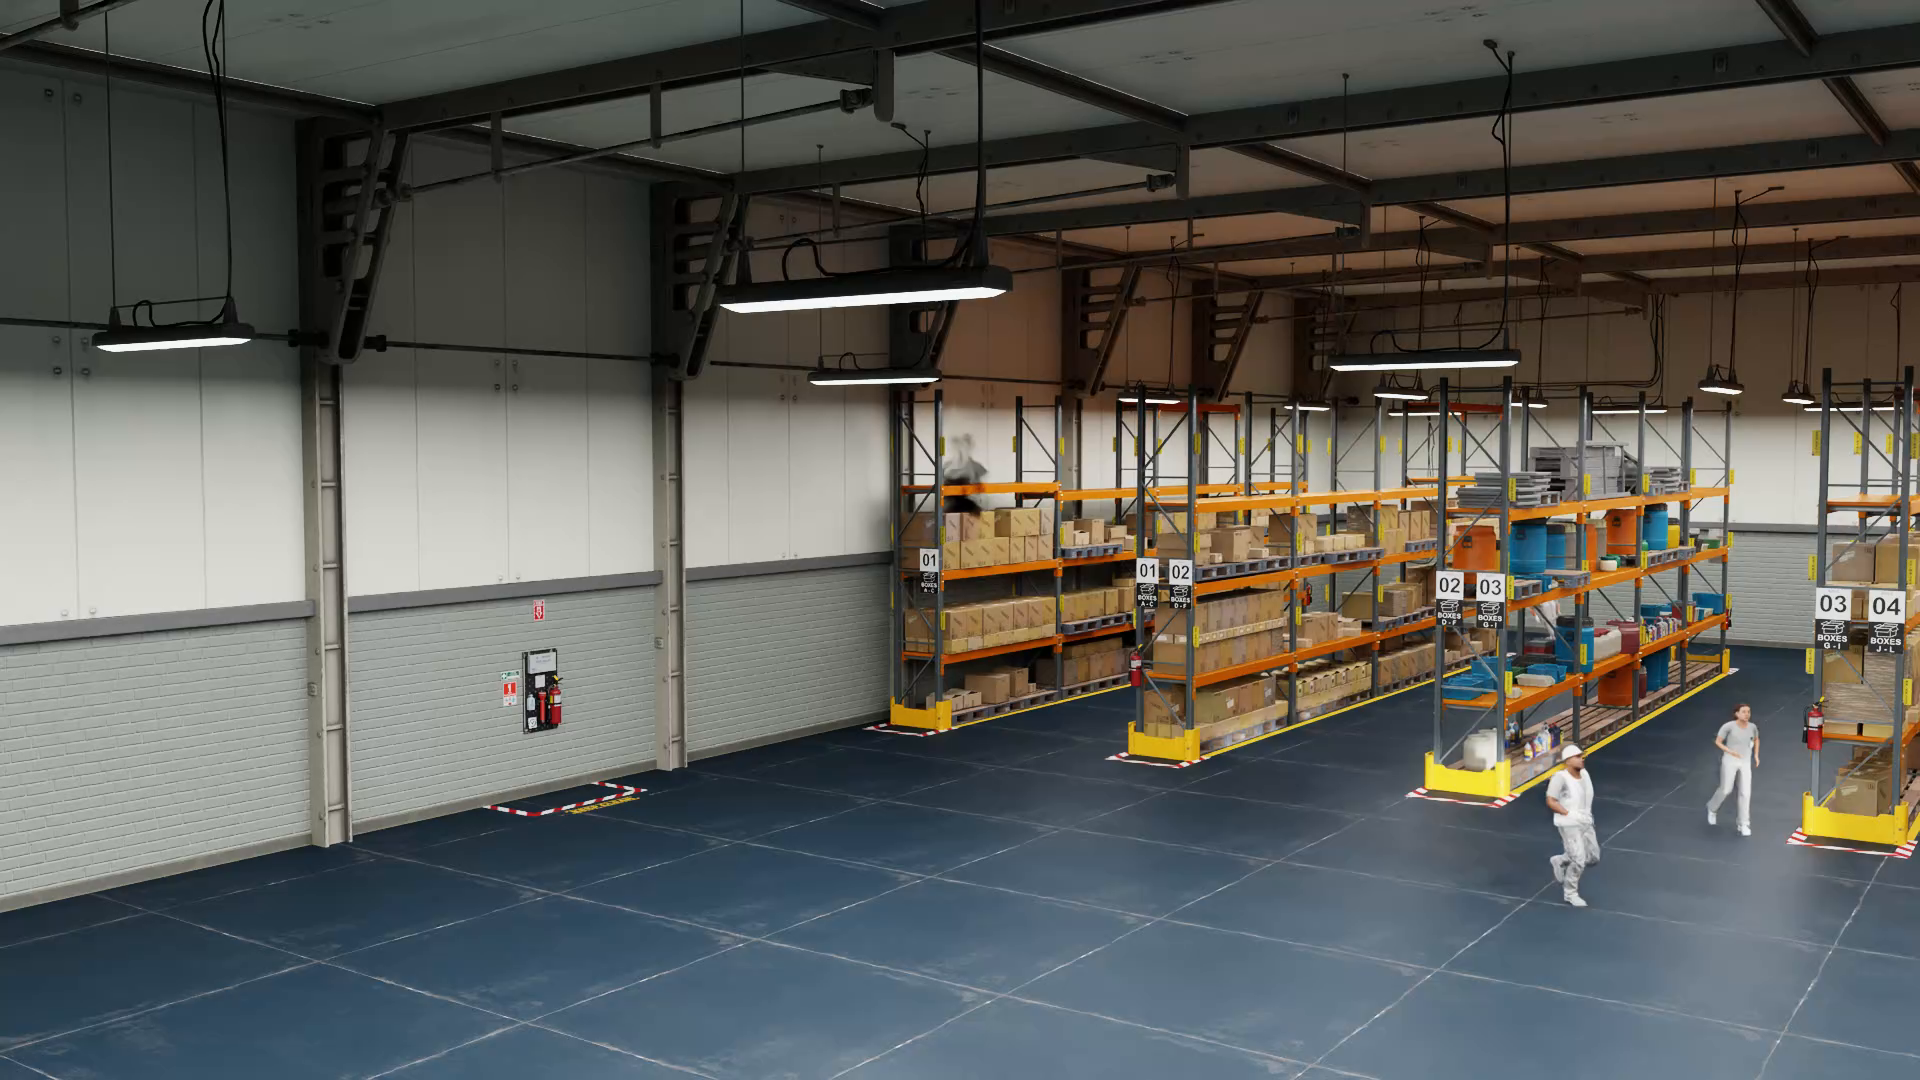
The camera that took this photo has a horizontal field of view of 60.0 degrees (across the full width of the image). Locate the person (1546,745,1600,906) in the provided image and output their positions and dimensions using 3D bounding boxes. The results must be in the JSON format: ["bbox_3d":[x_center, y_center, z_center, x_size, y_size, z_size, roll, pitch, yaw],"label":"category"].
[{"bbox_3d":[6.709,3.113,18.250,0.718,1.739,0.627,-2,4,-34],"label":"person"}]

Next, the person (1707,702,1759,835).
[{"bbox_3d":[10.142,2.931,21.661,0.613,1.662,0.897,0,3,-7],"label":"person"}]

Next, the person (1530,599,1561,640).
[{"bbox_3d":[13.966,1.931,39.359,0.716,1.730,0.861,-1,3,-23],"label":"person"}]
